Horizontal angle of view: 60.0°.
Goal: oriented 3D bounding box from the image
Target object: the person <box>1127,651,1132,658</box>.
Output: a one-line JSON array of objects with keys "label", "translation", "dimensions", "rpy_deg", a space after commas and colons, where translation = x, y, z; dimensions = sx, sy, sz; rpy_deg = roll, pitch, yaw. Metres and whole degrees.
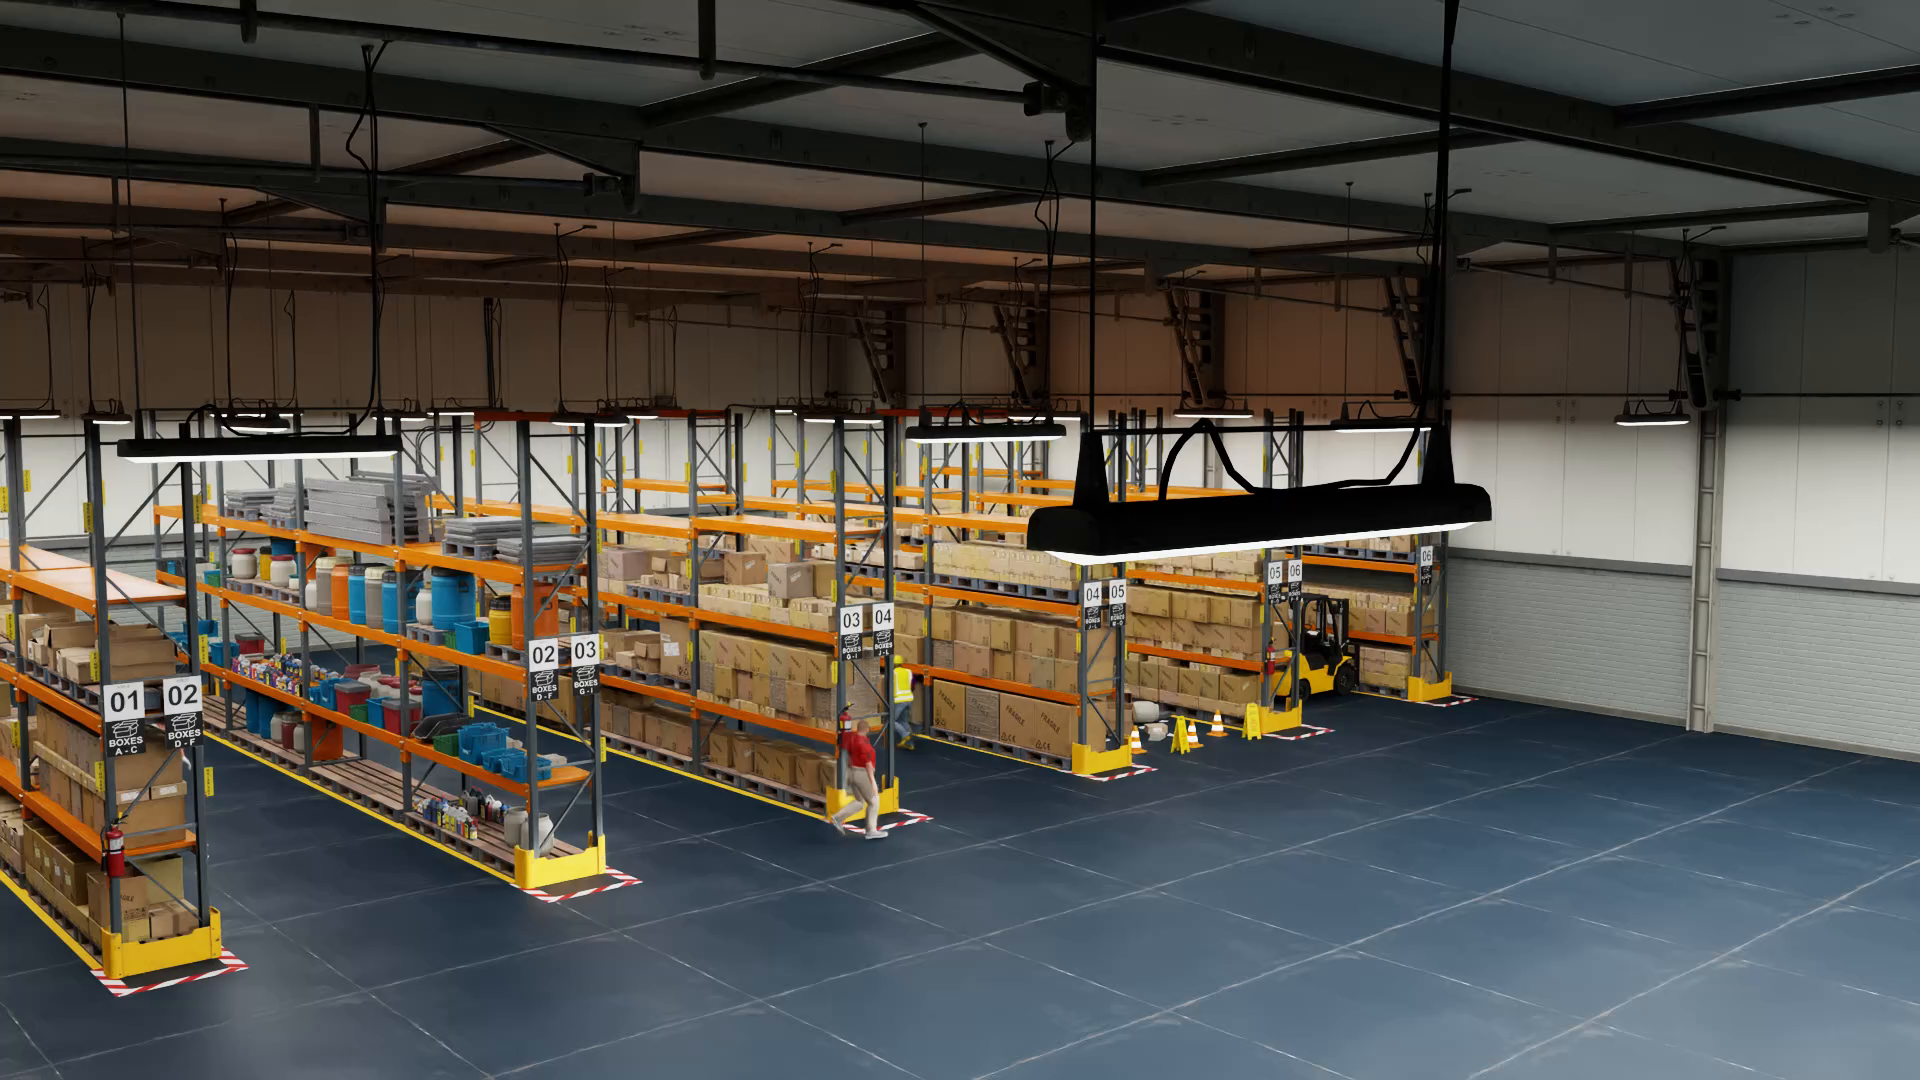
[{"label": "person", "translation": [3.813, 2.250, 36.327], "dimensions": [0.595, 1.776, 0.485], "rpy_deg": [-3, 6, -32]}]

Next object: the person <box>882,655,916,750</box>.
[{"label": "person", "translation": [-1.066, 2.897, 29.776], "dimensions": [0.704, 1.658, 0.747], "rpy_deg": [-5, 7, -42]}]

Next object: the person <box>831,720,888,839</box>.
[{"label": "person", "translation": [-1.442, 3.392, 23.660], "dimensions": [0.766, 1.692, 0.601], "rpy_deg": [-2, 6, -24]}]

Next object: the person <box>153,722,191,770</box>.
[{"label": "person", "translation": [-11.508, 3.328, 24.271], "dimensions": [0.668, 1.818, 0.551], "rpy_deg": [2, 5, 23]}]
